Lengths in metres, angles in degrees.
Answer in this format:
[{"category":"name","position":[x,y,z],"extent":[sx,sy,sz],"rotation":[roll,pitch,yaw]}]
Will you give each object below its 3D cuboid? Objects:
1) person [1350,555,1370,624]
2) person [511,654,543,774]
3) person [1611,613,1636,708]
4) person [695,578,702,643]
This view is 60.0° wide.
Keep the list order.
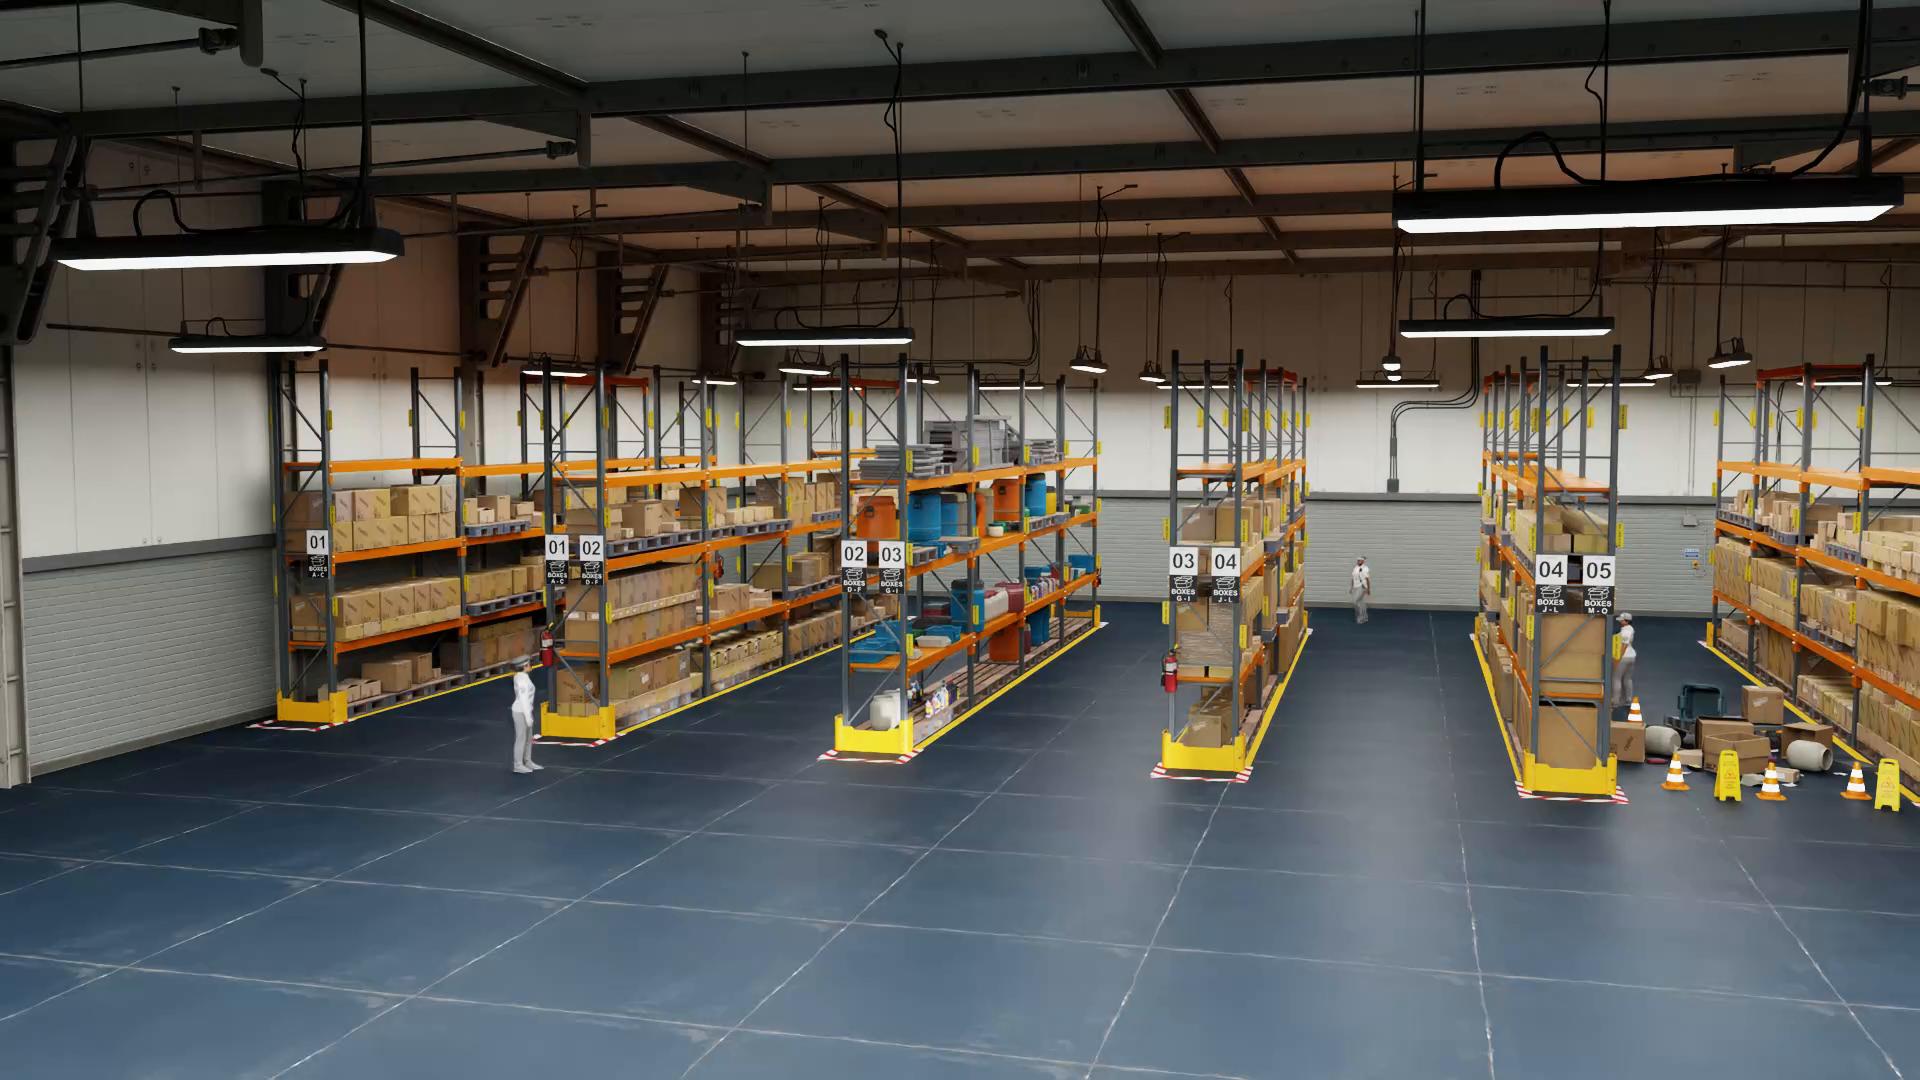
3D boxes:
[{"category":"person","position":[9.849,1.223,41.014],"extent":[0.514,1.730,0.445],"rotation":[-1,4,-12]},{"category":"person","position":[-6.181,2.468,23.651],"extent":[0.383,1.693,0.536],"rotation":[0,4,-3]},{"category":"person","position":[11.565,2.100,29.070],"extent":[0.574,1.671,0.431],"rotation":[-4,6,-42]},{"category":"person","position":[-5.725,1.600,36.458],"extent":[0.388,1.550,0.865],"rotation":[1,4,18]}]
